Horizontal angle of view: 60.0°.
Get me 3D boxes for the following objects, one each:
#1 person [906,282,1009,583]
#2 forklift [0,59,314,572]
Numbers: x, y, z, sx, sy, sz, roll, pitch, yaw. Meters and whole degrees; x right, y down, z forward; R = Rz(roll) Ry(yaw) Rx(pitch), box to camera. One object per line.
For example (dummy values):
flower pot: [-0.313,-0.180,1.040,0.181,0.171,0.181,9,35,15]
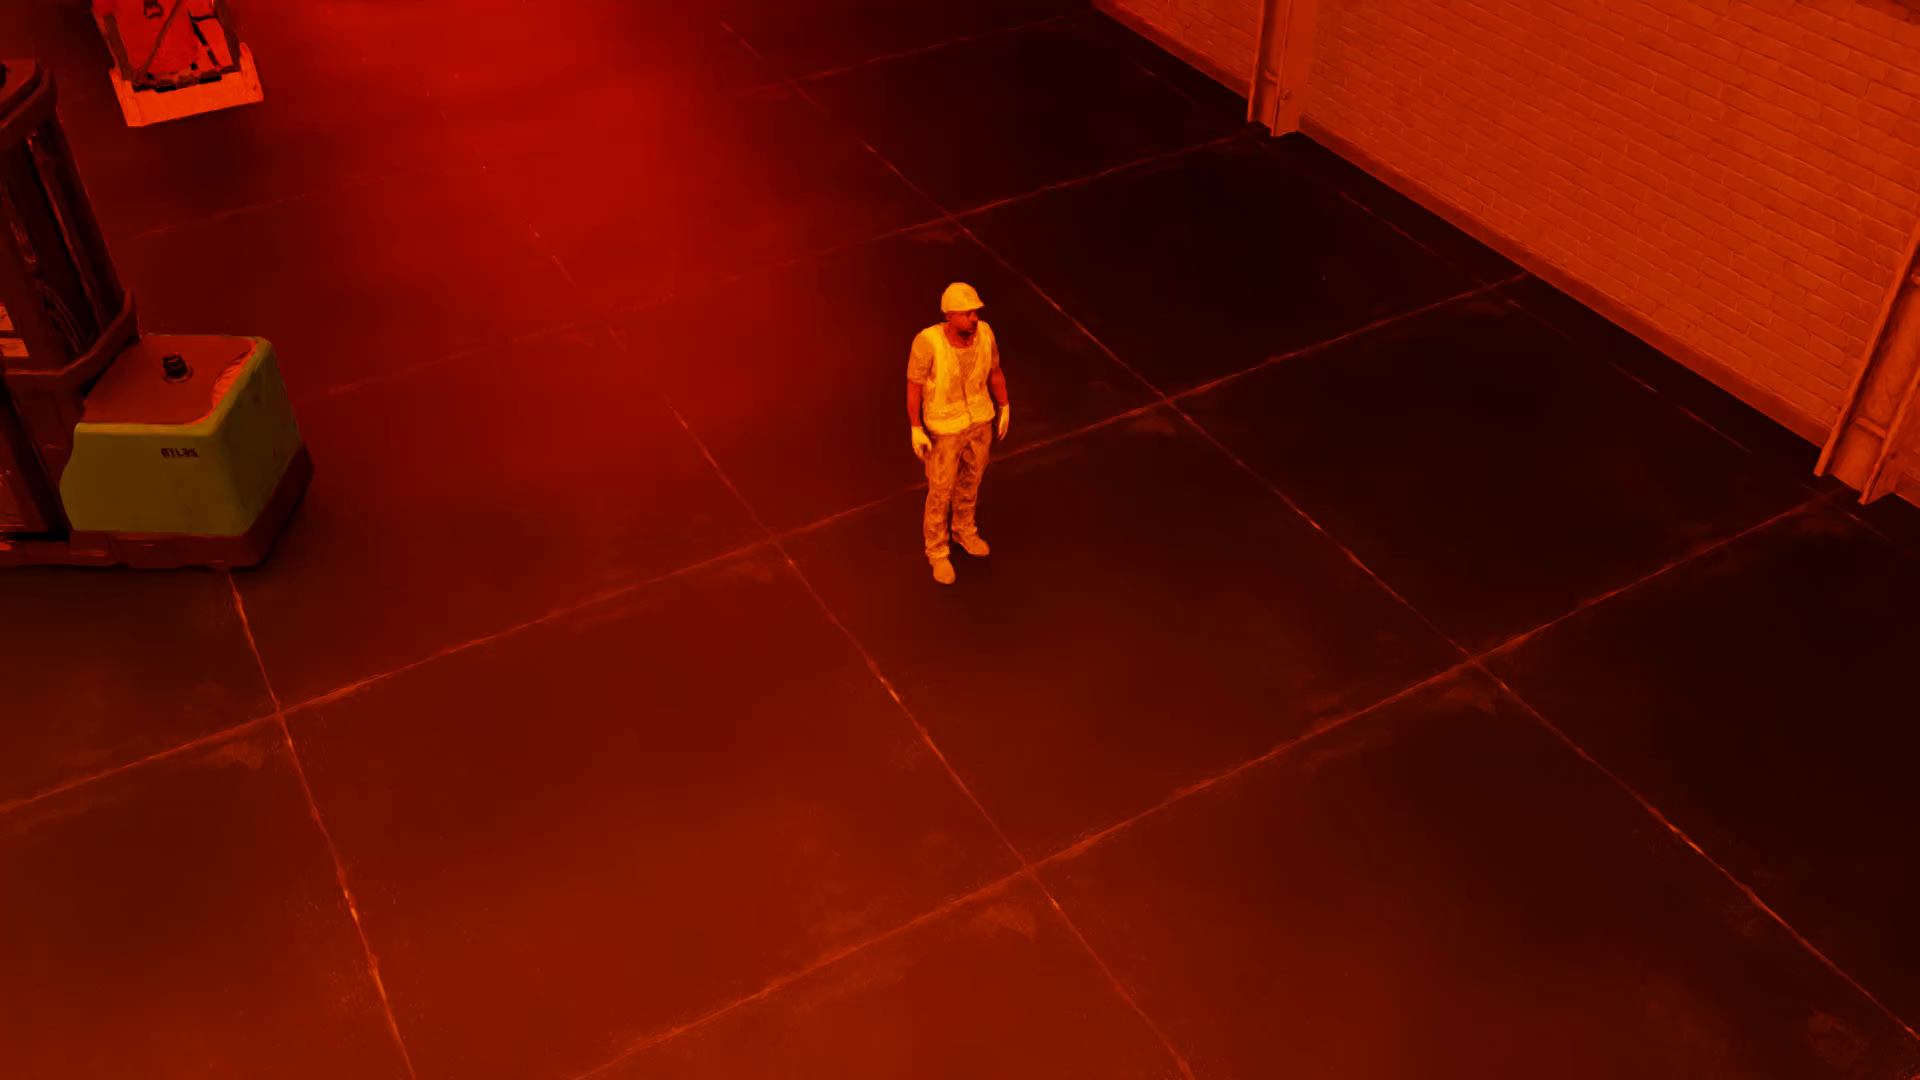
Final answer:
person: [0.029,-0.648,9.709,0.655,1.777,0.576,-20,44,-23]
forklift: [-5.713,-1.287,9.588,3.031,2.935,1.130,2,40,2]
